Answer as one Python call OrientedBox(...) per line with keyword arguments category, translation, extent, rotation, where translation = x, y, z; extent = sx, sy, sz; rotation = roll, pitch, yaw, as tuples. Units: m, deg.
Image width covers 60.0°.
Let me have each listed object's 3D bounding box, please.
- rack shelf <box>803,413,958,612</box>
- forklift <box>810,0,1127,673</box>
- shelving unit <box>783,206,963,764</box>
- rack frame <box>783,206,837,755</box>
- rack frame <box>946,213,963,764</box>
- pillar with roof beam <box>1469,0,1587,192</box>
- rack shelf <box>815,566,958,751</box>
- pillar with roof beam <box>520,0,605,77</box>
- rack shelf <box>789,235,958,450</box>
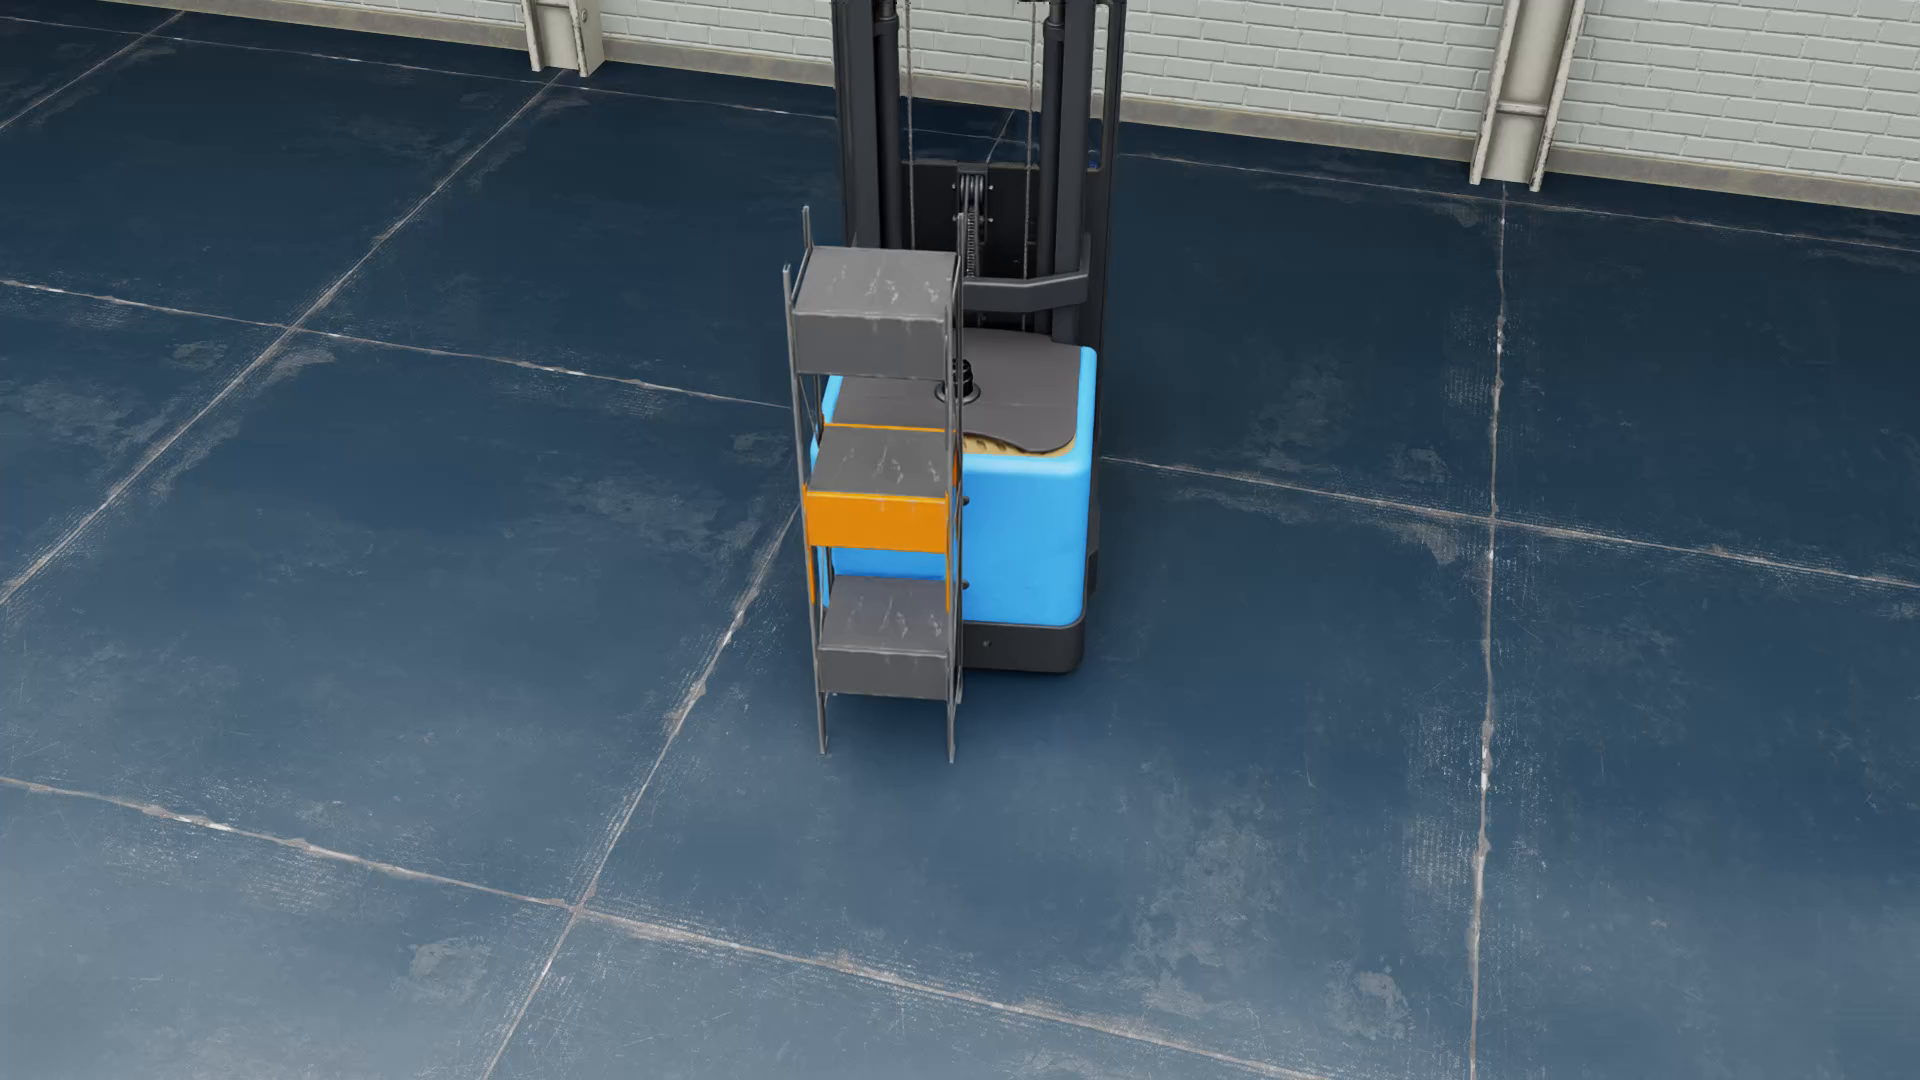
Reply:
OrientedBox(category="rack shelf", translation=(-0.258, -0.095, 5.751), extent=(0.480, 0.518, 0.431), rotation=(3, 40, 4))
OrientedBox(category="forklift", translation=(0.092, -1.540, 6.805), extent=(1.130, 2.935, 3.031), rotation=(3, 40, 4))
OrientedBox(category="shelving unit", translation=(-0.258, -0.105, 5.743), extent=(0.503, 2.100, 0.431), rotation=(3, 40, 4))
OrientedBox(category="rack frame", translation=(-0.501, -0.119, 5.760), extent=(0.015, 2.100, 0.400), rotation=(3, 40, 4))
OrientedBox(category="rack frame", translation=(-0.015, -0.091, 5.726), extent=(0.015, 2.100, 0.400), rotation=(3, 40, 4))
OrientedBox(category="pillar with roof beam", translation=(2.101, -2.922, 3.732), extent=(0.400, 9.000, 9.100), rotation=(10, 41, 11))
OrientedBox(category="rack shelf", translation=(-0.258, 0.441, 6.202), extent=(0.480, 0.518, 0.431), rotation=(3, 40, 4))
OrientedBox(category="pillar with roof beam", translation=(-3.695, -3.919, 4.920), extent=(0.400, 9.000, 9.100), rotation=(10, 41, 11))
OrientedBox(category="rack shelf", translation=(-0.258, -0.631, 5.301), extent=(0.480, 0.518, 0.431), rotation=(3, 40, 4))
